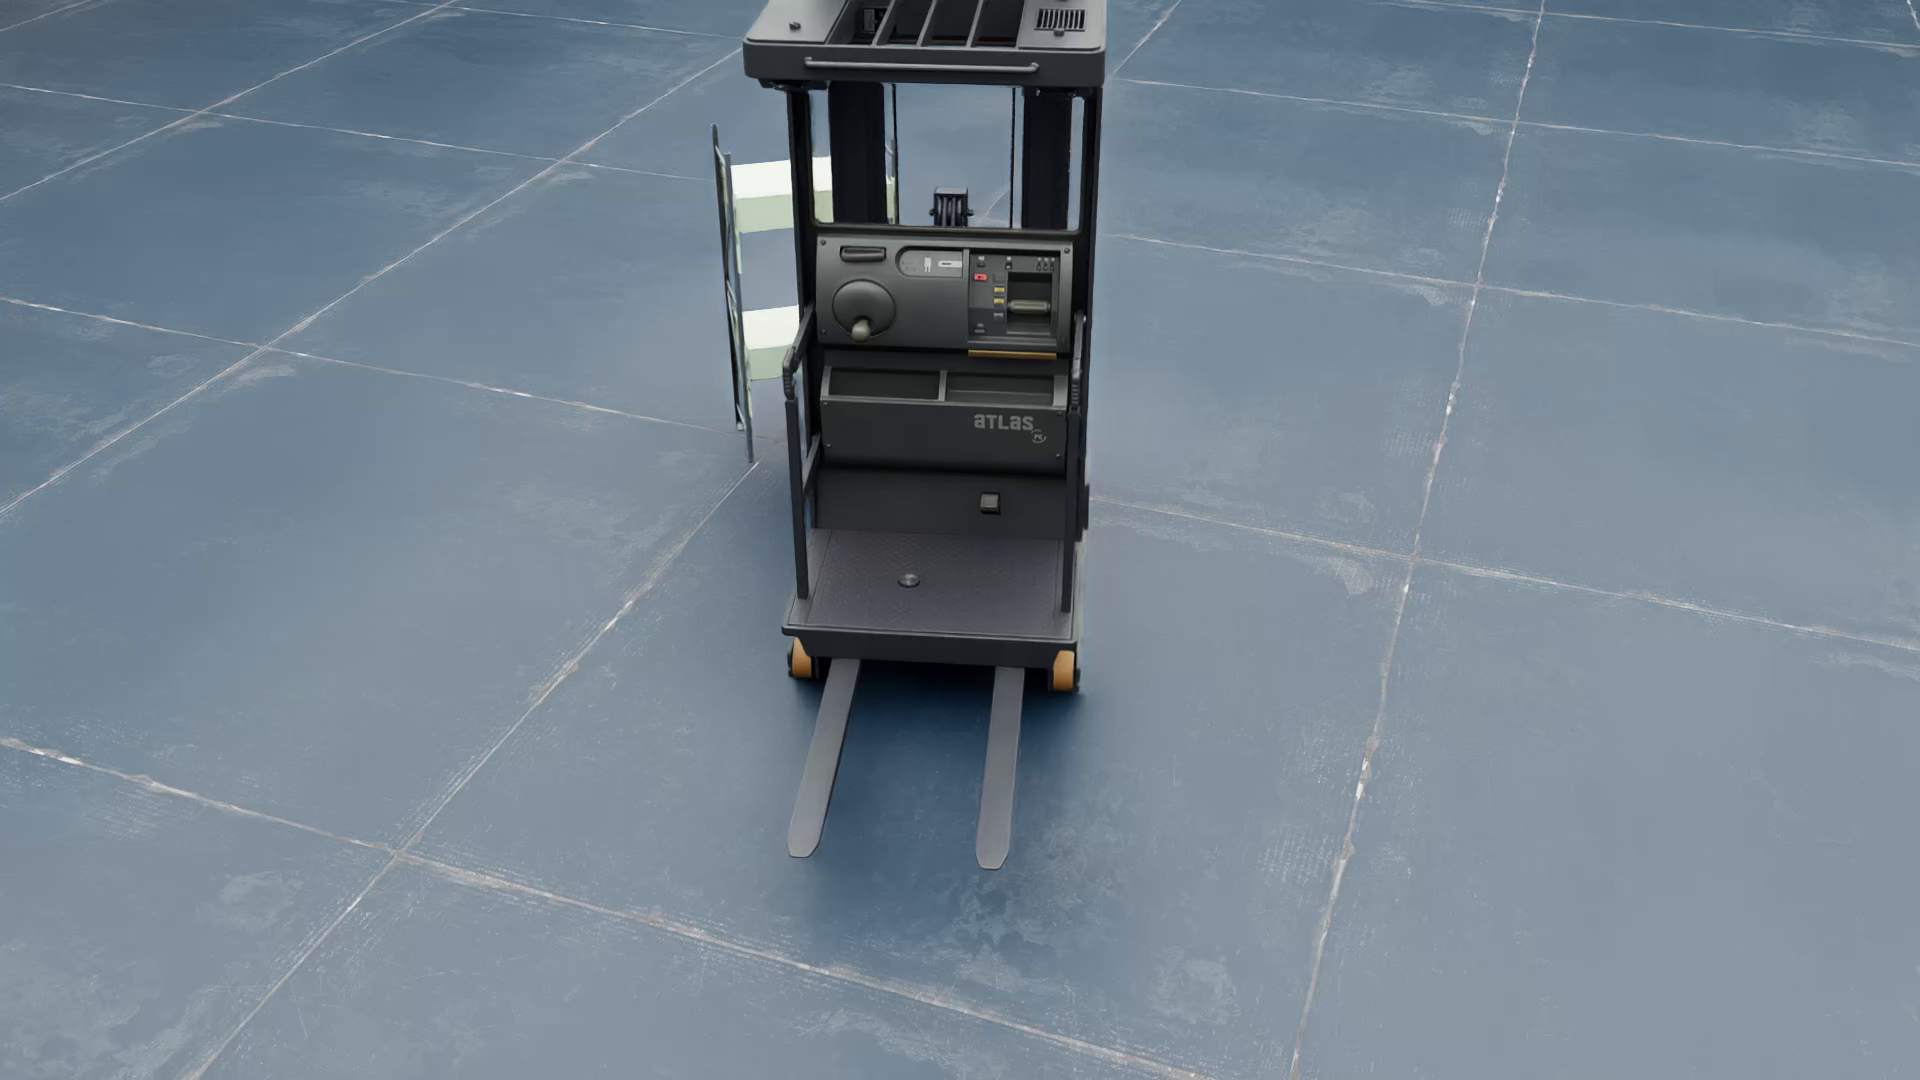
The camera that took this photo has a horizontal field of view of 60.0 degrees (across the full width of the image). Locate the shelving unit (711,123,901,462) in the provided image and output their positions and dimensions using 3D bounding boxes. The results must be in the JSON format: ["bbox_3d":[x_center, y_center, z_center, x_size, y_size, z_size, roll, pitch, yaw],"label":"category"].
[{"bbox_3d":[-0.680,-1.155,7.655,0.755,1.500,0.431,-9,34,-13],"label":"shelving unit"}]

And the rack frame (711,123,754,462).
[{"bbox_3d":[-1.033,-1.101,7.573,0.023,1.500,0.400,-9,34,-13],"label":"rack frame"}]

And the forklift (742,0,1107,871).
[{"bbox_3d":[-0.075,-0.841,5.850,1.130,2.935,3.031,3,33,4],"label":"forklift"}]

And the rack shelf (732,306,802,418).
[{"bbox_3d":[-0.680,-0.881,7.832,0.720,0.370,0.431,-9,34,-13],"label":"rack shelf"}]

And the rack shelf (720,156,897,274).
[{"bbox_3d":[-0.680,-1.482,7.444,0.720,0.370,0.431,-9,34,-13],"label":"rack shelf"}]

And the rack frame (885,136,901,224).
[{"bbox_3d":[-0.328,-1.208,7.738,0.023,1.500,0.400,-9,34,-13],"label":"rack frame"}]
